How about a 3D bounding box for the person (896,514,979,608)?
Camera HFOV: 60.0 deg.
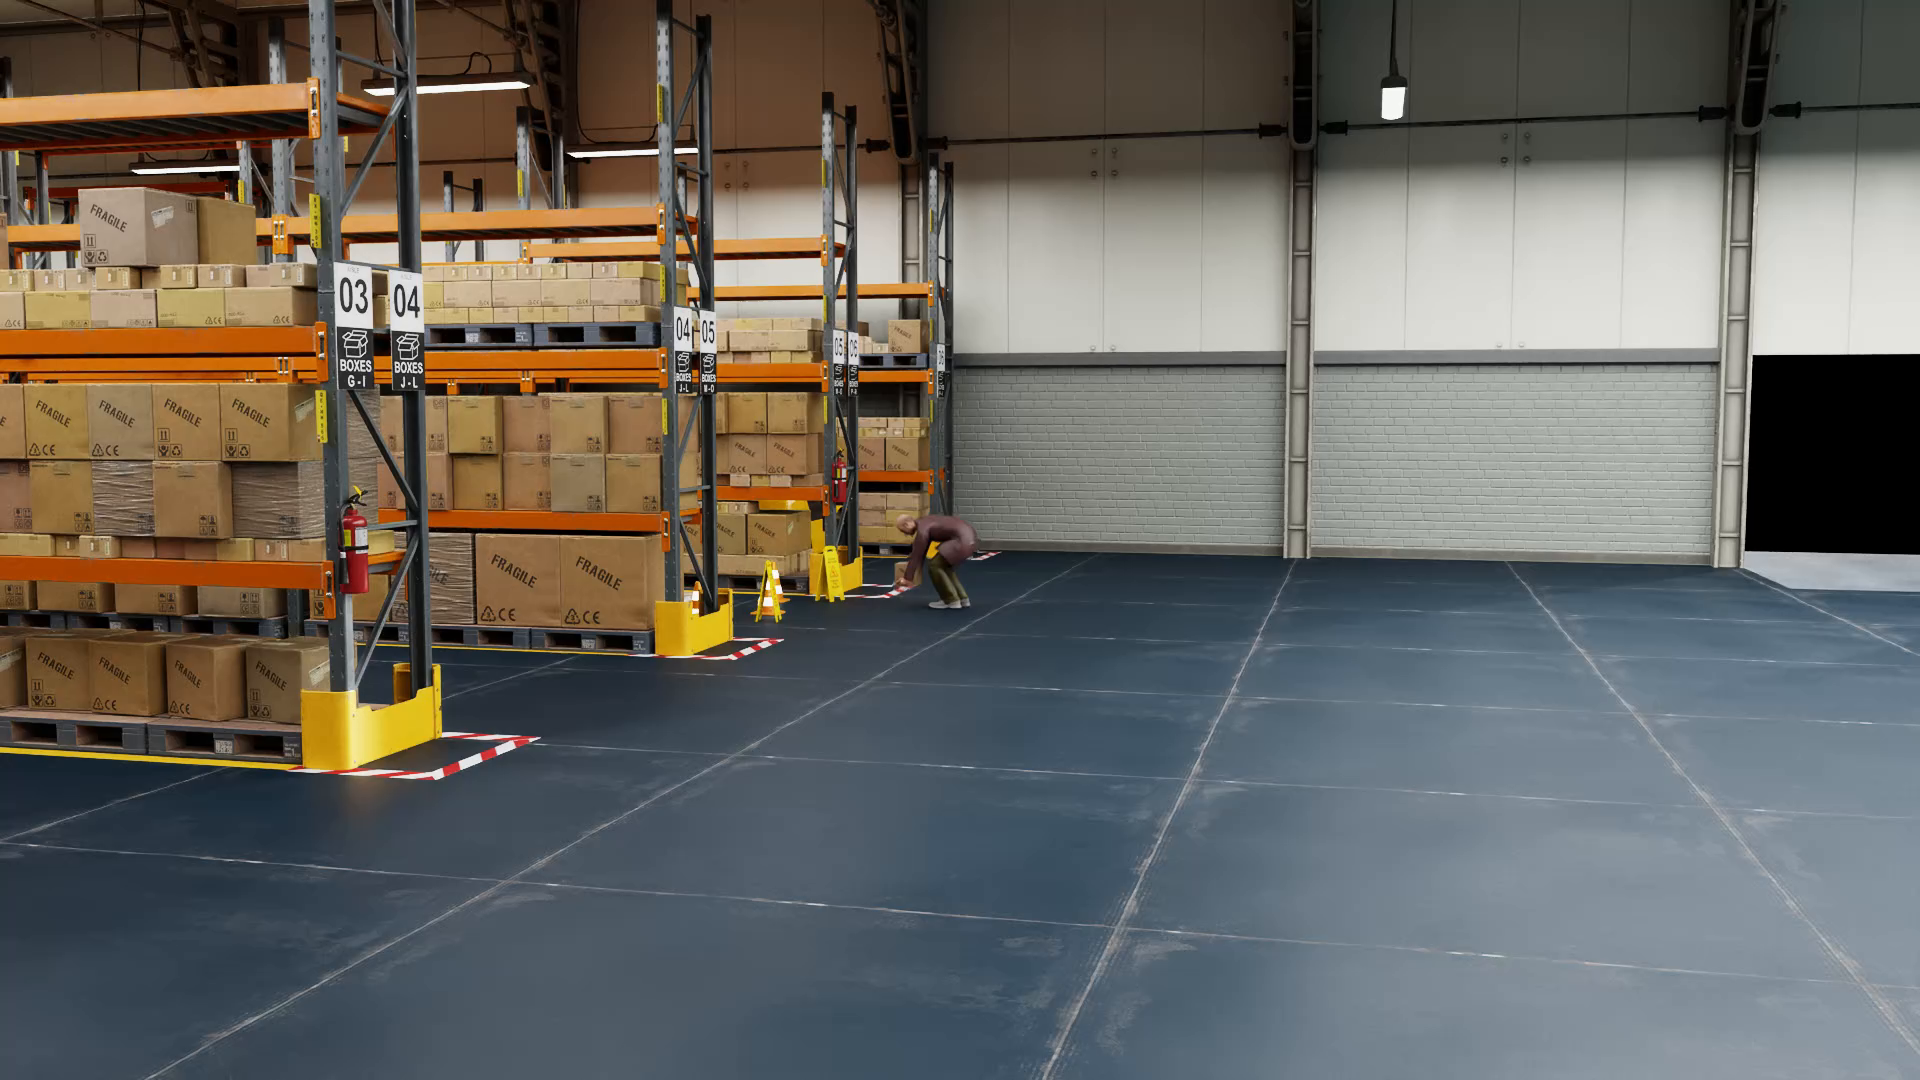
[{"bbox_3d":[-0.259,0.242,18.913,0.941,1.055,0.584,1,5,11],"label":"person"}]
